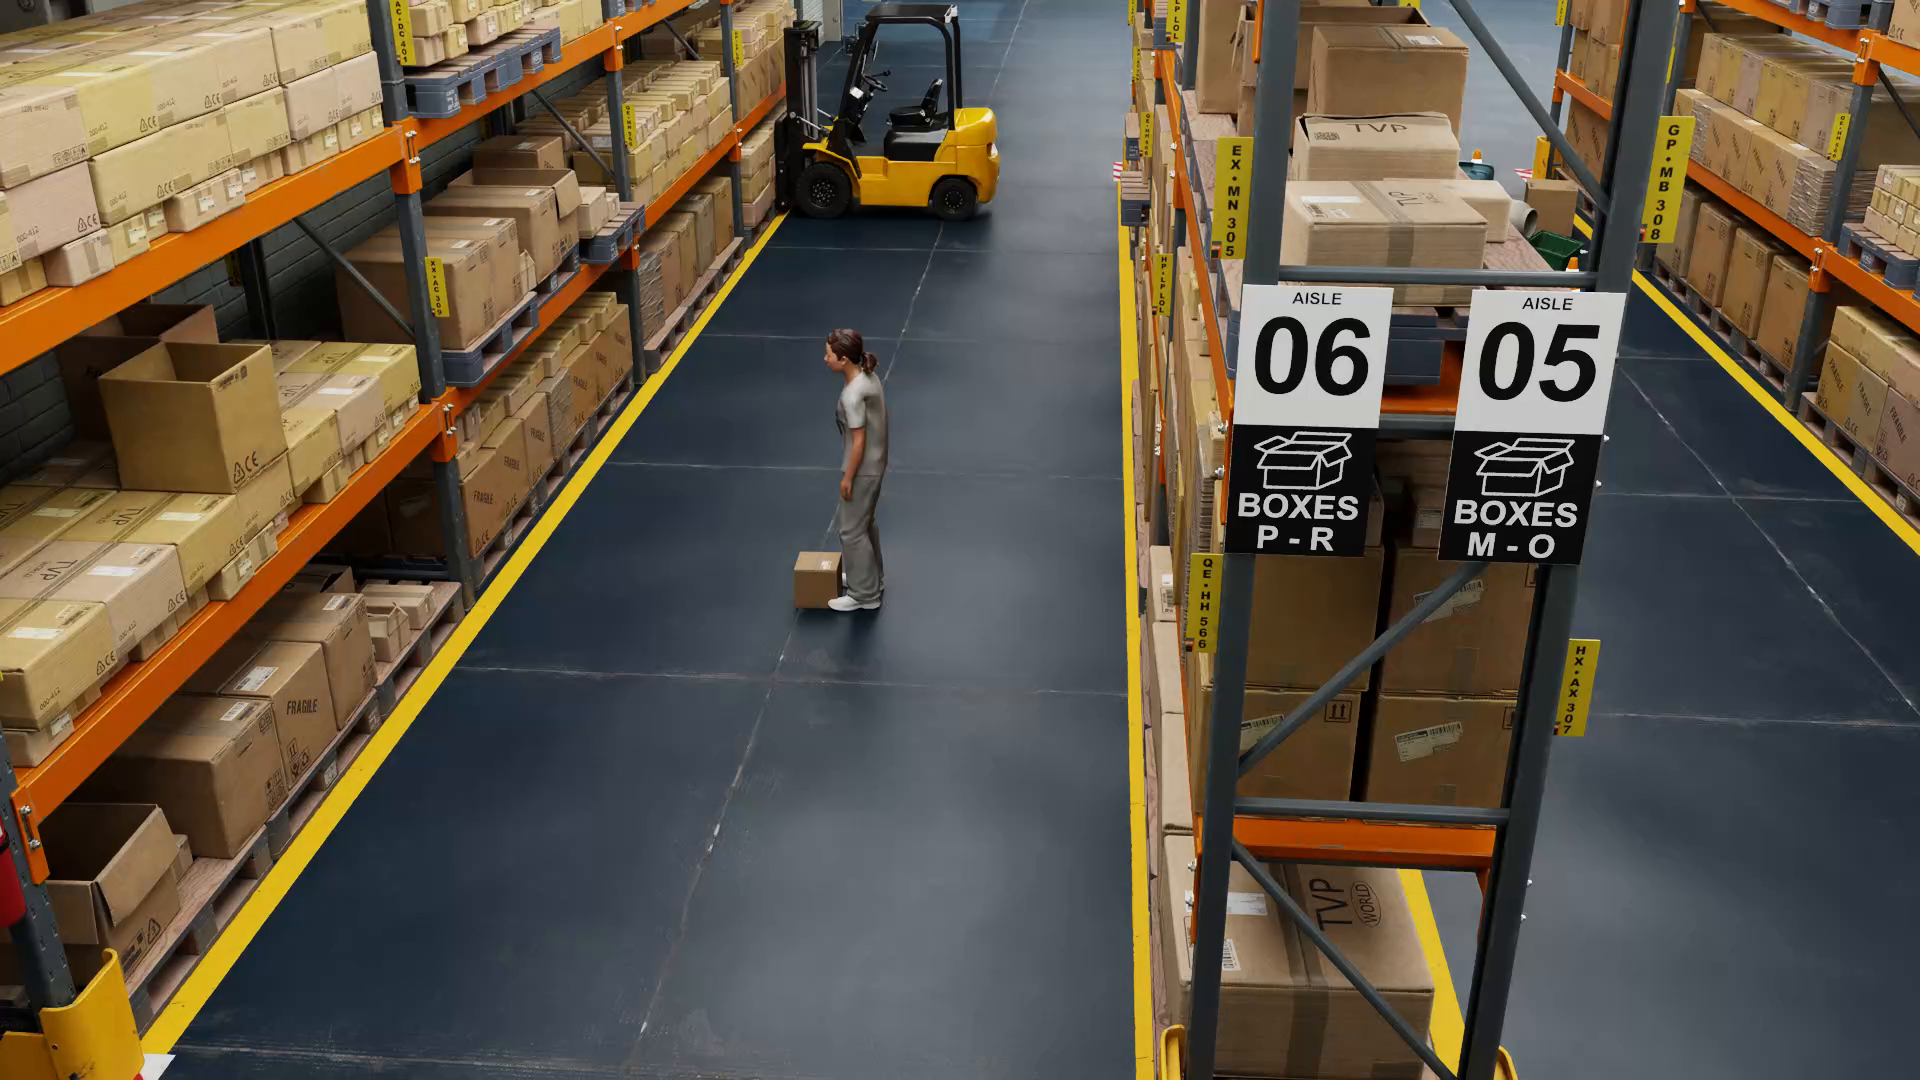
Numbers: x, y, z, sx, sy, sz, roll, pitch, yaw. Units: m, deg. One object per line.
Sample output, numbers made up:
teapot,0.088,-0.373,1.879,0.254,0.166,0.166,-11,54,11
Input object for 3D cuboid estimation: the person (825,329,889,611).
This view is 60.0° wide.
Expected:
person,-0.585,-0.388,9.505,0.359,1.630,0.485,2,25,4
